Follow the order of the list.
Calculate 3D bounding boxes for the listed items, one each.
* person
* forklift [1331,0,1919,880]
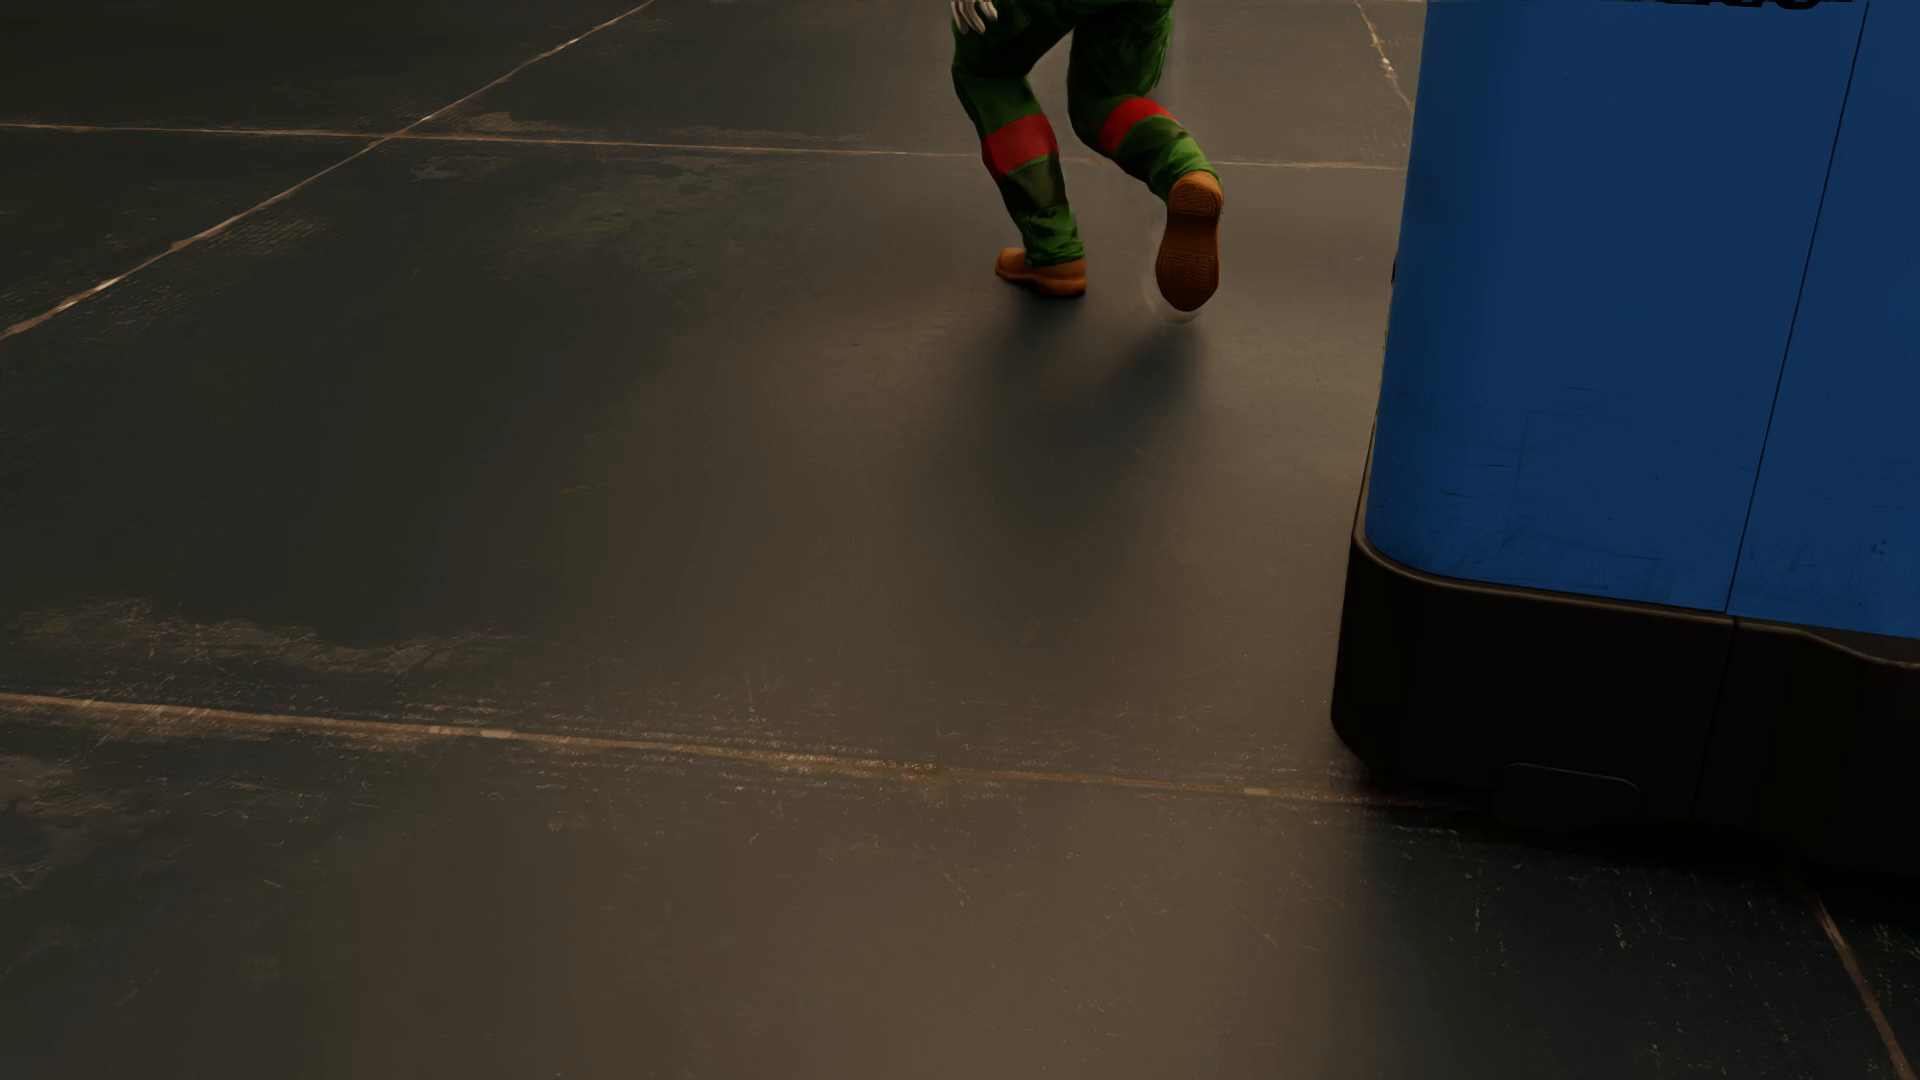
[{"bbox_3d":[0.230,-1.209,3.213,0.710,1.559,0.725,-23,34,-38],"label":"person"},{"bbox_3d":[2.003,-1.030,1.281,3.031,2.935,1.130,8,28,15],"label":"forklift"}]
